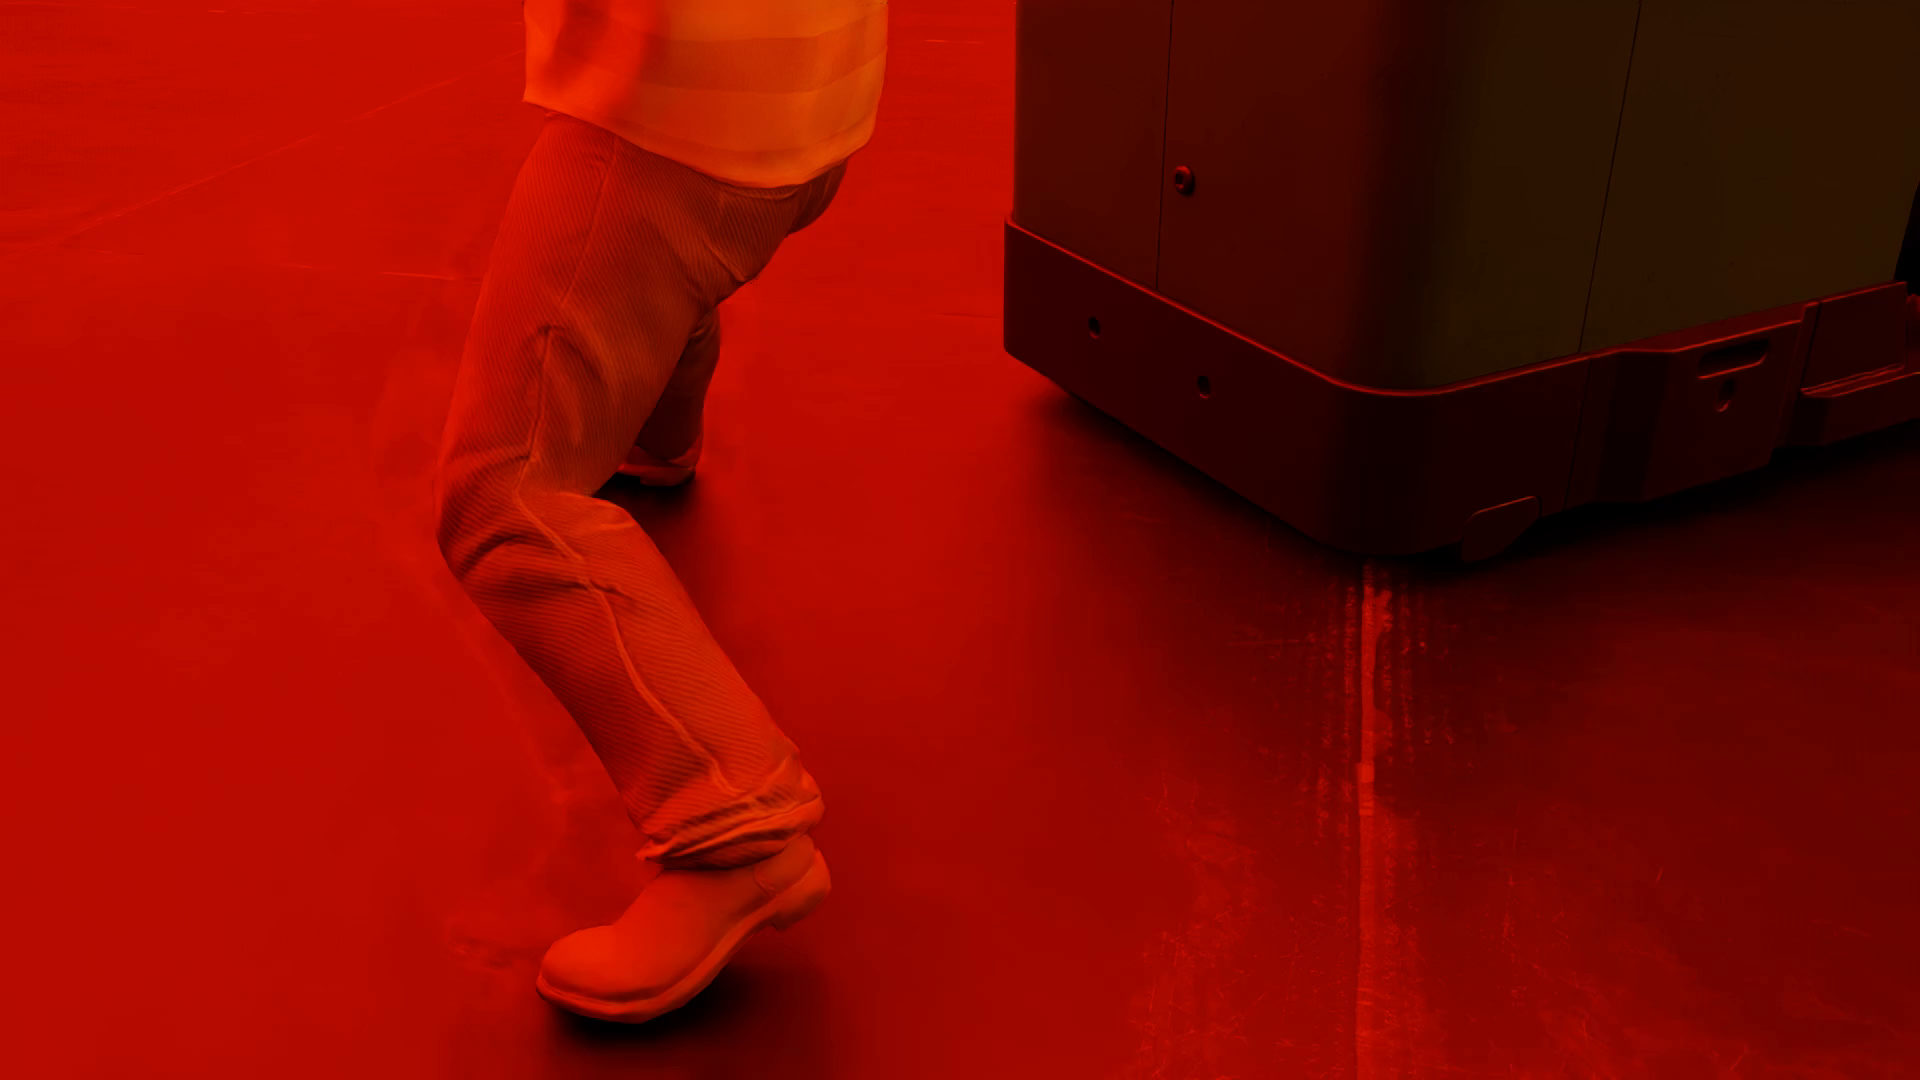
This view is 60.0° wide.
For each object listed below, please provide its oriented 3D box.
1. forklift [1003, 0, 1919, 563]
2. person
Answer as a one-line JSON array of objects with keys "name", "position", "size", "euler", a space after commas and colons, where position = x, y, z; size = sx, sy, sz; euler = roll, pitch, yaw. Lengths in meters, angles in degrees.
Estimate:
[{"name": "forklift", "position": [1.621, -1.740, 2.694], "size": [3.031, 2.935, 1.130], "euler": [-14, 30, -25]}, {"name": "person", "position": [-0.440, -0.532, 1.811], "size": [0.936, 1.575, 1.217], "euler": [8, 28, 16]}]
